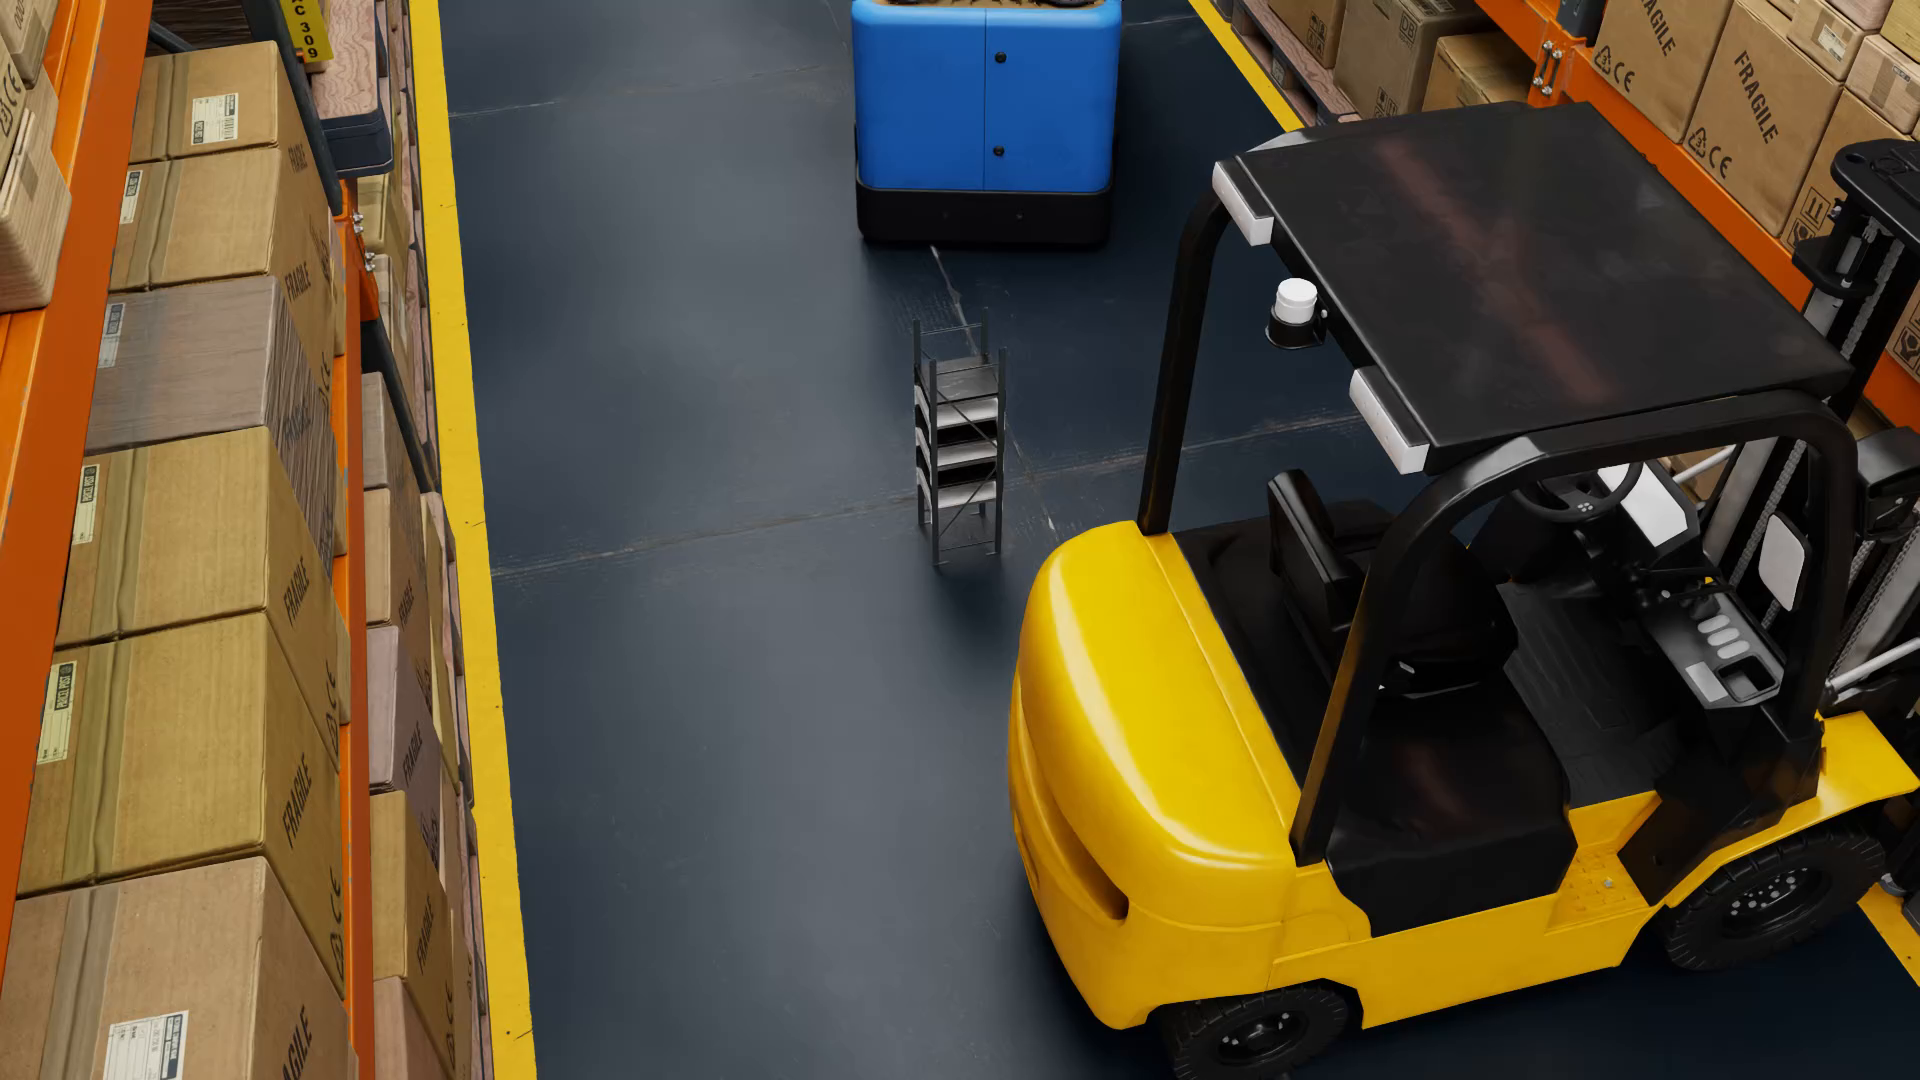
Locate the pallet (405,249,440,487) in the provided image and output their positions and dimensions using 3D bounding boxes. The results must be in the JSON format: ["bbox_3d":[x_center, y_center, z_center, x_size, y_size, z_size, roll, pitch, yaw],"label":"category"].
[{"bbox_3d":[-2.490,-0.581,6.171,1.003,0.211,1.213,-11,47,-10],"label":"pallet"}]

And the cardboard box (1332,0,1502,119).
[{"bbox_3d":[2.173,-2.141,7.116,0.875,0.625,0.625,-11,47,-11],"label":"cardboard box"}]

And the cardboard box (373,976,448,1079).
[{"bbox_3d":[-1.349,1.311,3.471,0.500,0.500,0.500,-12,47,-12],"label":"cardboard box"}]

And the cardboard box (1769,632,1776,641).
[{"bbox_3d":[2.714,0.334,4.953,0.500,0.250,0.500,-9,46,-9],"label":"cardboard box"}]

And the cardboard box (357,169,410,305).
[{"bbox_3d":[-2.613,-1.104,6.278,0.950,0.372,0.625,-8,46,-8],"label":"cardboard box"}]

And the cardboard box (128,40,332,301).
[{"bbox_3d":[-1.935,-0.897,4.251,0.500,0.500,0.500,-12,47,-11],"label":"cardboard box"}]

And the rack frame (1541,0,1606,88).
[{"bbox_3d":[2.508,-1.930,5.541,1.000,3.000,0.127,-11,47,-10],"label":"rack frame"}]

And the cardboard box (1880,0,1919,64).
[{"bbox_3d":[2.590,-1.312,4.203,0.380,0.149,0.250,-11,47,-11],"label":"cardboard box"}]

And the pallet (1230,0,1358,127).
[{"bbox_3d":[1.966,-2.299,7.855,1.003,0.211,1.213,-11,47,-10],"label":"pallet"}]

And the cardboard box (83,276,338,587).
[{"bbox_3d":[-1.659,-0.186,3.553,0.500,0.500,0.500,-10,46,-9],"label":"cardboard box"}]

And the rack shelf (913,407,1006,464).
[{"bbox_3d":[-0.002,-0.360,5.394,0.258,0.077,0.200,-11,47,-10],"label":"rack shelf"}]

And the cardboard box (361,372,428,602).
[{"bbox_3d":[-1.878,-0.107,4.861,0.500,0.500,0.500,-11,47,-11],"label":"cardboard box"}]

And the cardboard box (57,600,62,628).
[{"bbox_3d":[-1.953,-0.113,2.783,0.700,0.500,0.500,-11,47,-11],"label":"cardboard box"}]

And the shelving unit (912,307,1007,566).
[{"bbox_3d":[-0.002,-0.321,5.434,0.258,0.900,0.210,-11,47,-10],"label":"shelving unit"}]

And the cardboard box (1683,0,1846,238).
[{"bbox_3d":[2.519,-1.254,4.809,0.500,0.500,0.500,-10,46,-10],"label":"cardboard box"}]

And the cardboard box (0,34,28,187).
[{"bbox_3d":[-1.412,-0.457,1.894,0.500,0.250,0.500,-9,46,-9],"label":"cardboard box"}]

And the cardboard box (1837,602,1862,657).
[{"bbox_3d":[2.710,0.147,4.787,0.500,0.250,0.500,-11,47,-10],"label":"cardboard box"}]

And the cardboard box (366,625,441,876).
[{"bbox_3d":[-1.615,0.596,4.172,0.500,0.500,0.500,-8,46,-8],"label":"cardboard box"}]

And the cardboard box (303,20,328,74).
[{"bbox_3d":[-2.125,-1.518,5.019,0.380,0.149,0.250,-10,46,-10],"label":"cardboard box"}]

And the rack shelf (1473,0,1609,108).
[{"bbox_3d":[1.996,-3.059,7.151,1.077,0.370,4.000,-11,47,-10],"label":"rack shelf"}]

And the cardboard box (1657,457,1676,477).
[{"bbox_3d":[2.457,-0.372,5.645,0.500,0.250,0.500,-12,47,-11],"label":"cardboard box"}]

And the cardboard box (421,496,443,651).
[{"bbox_3d":[-1.878,0.155,5.129,0.500,0.250,0.500,-9,46,-9],"label":"cardboard box"}]

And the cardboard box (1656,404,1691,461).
[{"bbox_3d":[2.465,-0.551,5.471,0.500,0.250,0.500,-11,47,-11],"label":"cardboard box"}]

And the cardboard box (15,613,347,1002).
[{"bbox_3d":[-1.386,0.517,2.865,0.500,0.500,0.500,-12,47,-11],"label":"cardboard box"}]

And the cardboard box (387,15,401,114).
[{"bbox_3d":[-2.981,-2.108,7.262,0.950,0.372,0.625,-12,47,-11],"label":"cardboard box"}]

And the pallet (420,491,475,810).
[{"bbox_3d":[-2.083,0.414,5.197,1.003,0.211,1.213,-11,47,-10],"label":"pallet"}]

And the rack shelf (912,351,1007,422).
[{"bbox_3d":[-0.002,-0.486,5.265,0.258,0.077,0.200,-11,47,-10],"label":"rack shelf"}]

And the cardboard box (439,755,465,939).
[{"bbox_3d":[-1.606,0.873,4.426,0.500,0.250,0.500,-10,46,-10],"label":"cardboard box"}]

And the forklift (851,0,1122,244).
[{"bbox_3d":[0.150,-3.285,6.917,1.130,2.935,3.031,2,46,1],"label":"forklift"}]

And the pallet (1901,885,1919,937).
[{"bbox_3d":[3.296,1.288,4.340,1.003,0.211,1.213,-11,47,-10],"label":"pallet"}]

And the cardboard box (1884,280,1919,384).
[{"bbox_3d":[2.758,-0.553,4.122,0.500,0.500,0.500,-10,46,-10],"label":"cardboard box"}]

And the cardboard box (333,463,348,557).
[{"bbox_3d":[-1.649,-0.064,3.889,0.380,0.149,0.250,-11,47,-11],"label":"cardboard box"}]

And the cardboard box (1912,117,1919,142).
[{"bbox_3d":[2.635,-1.034,4.139,0.380,0.149,0.250,-12,47,-12],"label":"cardboard box"}]

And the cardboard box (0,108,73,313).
[{"bbox_3d":[-1.371,-0.399,2.117,0.380,0.149,0.250,-10,46,-10],"label":"cardboard box"}]

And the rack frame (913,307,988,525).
[{"bbox_3d":[-0.028,-0.391,5.503,0.240,0.900,0.006,-11,47,-10],"label":"rack frame"}]

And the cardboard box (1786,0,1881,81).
[{"bbox_3d":[2.488,-1.386,4.484,0.380,0.149,0.250,-10,46,-9],"label":"cardboard box"}]

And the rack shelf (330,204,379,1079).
[{"bbox_3d":[-1.777,0.613,3.552,1.077,0.370,4.000,-11,47,-10],"label":"rack shelf"}]

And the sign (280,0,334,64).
[{"bbox_3d":[-1.767,-1.427,4.442,0.100,0.325,0.005,-11,47,-10],"label":"sign"}]

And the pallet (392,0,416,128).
[{"bbox_3d":[-3.115,-2.265,7.822,1.003,0.211,1.213,-11,47,-10],"label":"pallet"}]

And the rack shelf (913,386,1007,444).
[{"bbox_3d":[-0.002,-0.423,5.329,0.258,0.077,0.200,-11,47,-10],"label":"rack shelf"}]

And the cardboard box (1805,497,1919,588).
[{"bbox_3d":[2.715,-0.013,4.593,0.500,0.250,0.500,-12,47,-11],"label":"cardboard box"}]

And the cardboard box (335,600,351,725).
[{"bbox_3d":[-1.511,0.289,3.543,0.380,0.149,0.250,-10,46,-10],"label":"cardboard box"}]

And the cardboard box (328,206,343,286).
[{"bbox_3d":[-1.912,-0.765,4.576,0.380,0.149,0.250,-11,47,-11],"label":"cardboard box"}]
